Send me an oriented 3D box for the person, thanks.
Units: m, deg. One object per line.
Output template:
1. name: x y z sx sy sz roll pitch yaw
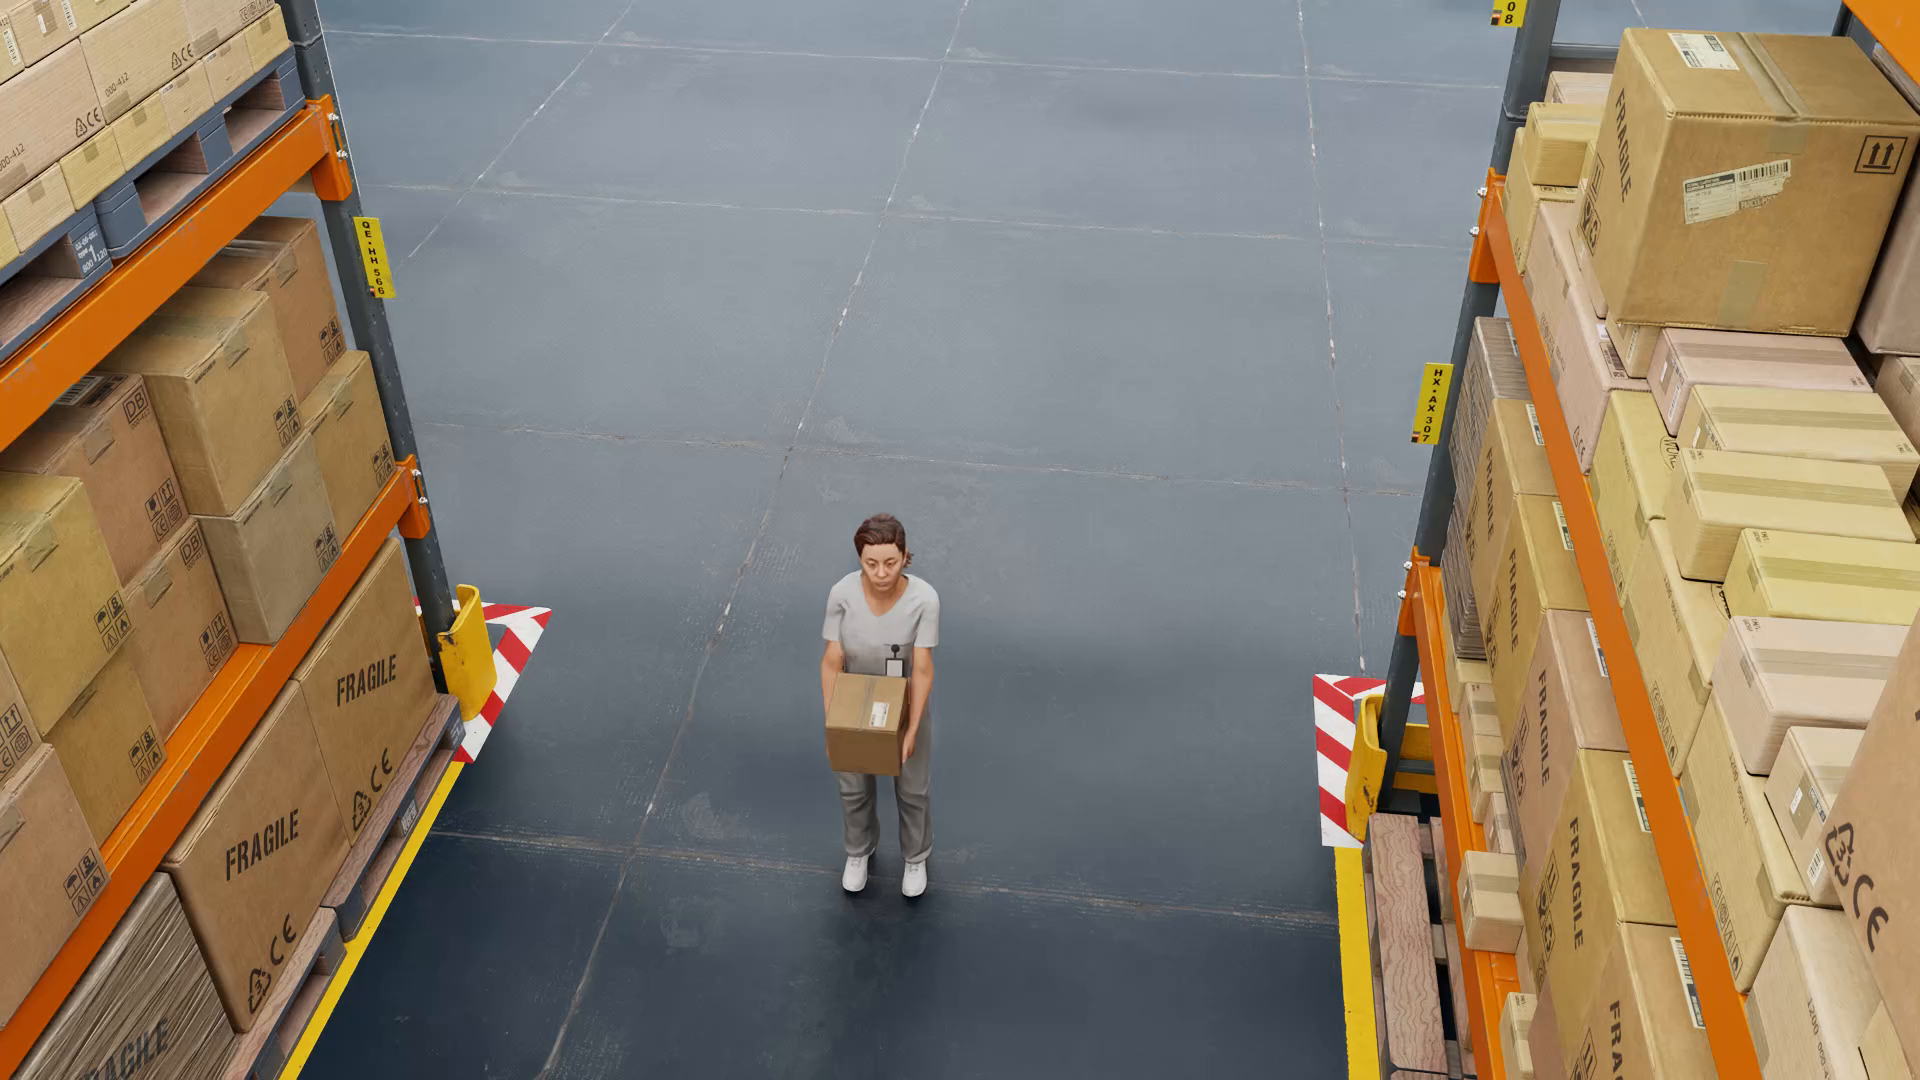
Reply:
1. person: -0.293 0.673 6.132 0.424 1.668 0.542 4 36 6
